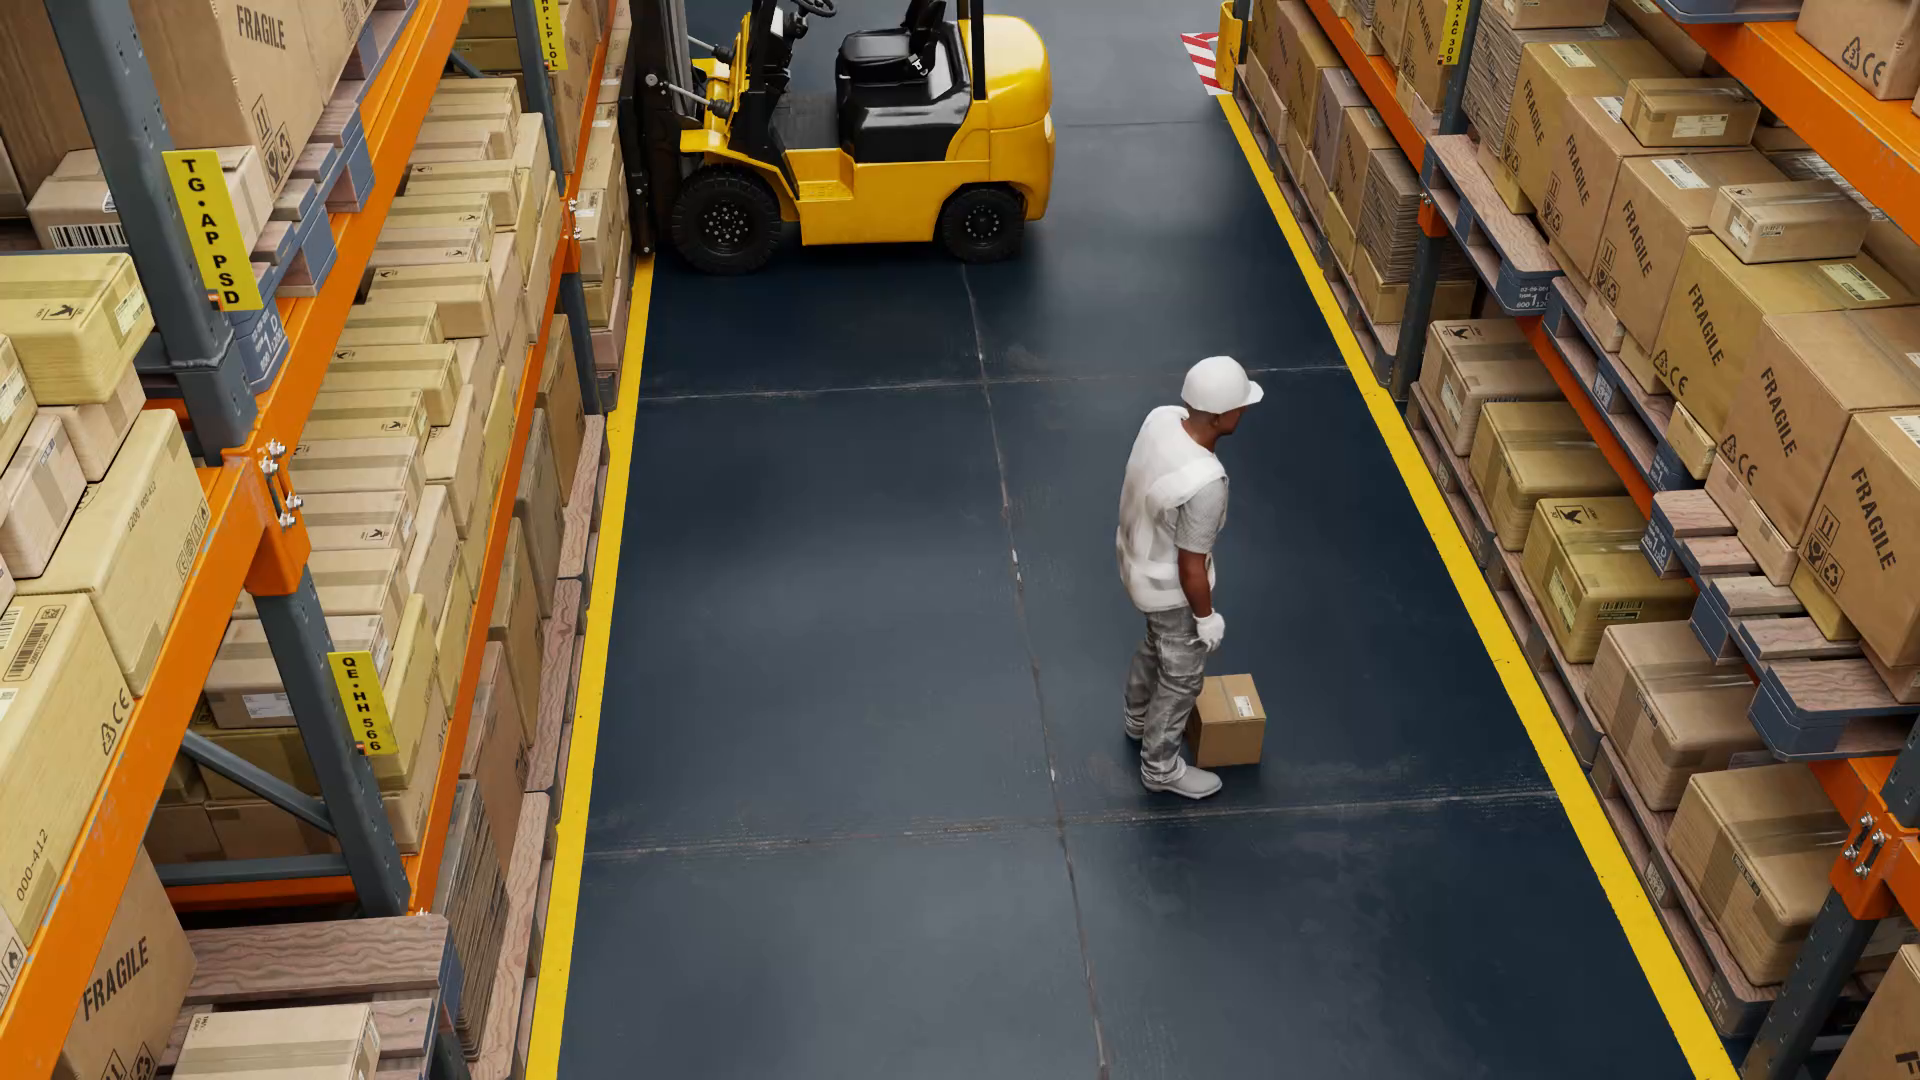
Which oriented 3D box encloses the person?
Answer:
[{"bbox_3d":[0.794,0.123,5.991,0.445,1.775,0.629,-5,39,-6],"label":"person"}]
